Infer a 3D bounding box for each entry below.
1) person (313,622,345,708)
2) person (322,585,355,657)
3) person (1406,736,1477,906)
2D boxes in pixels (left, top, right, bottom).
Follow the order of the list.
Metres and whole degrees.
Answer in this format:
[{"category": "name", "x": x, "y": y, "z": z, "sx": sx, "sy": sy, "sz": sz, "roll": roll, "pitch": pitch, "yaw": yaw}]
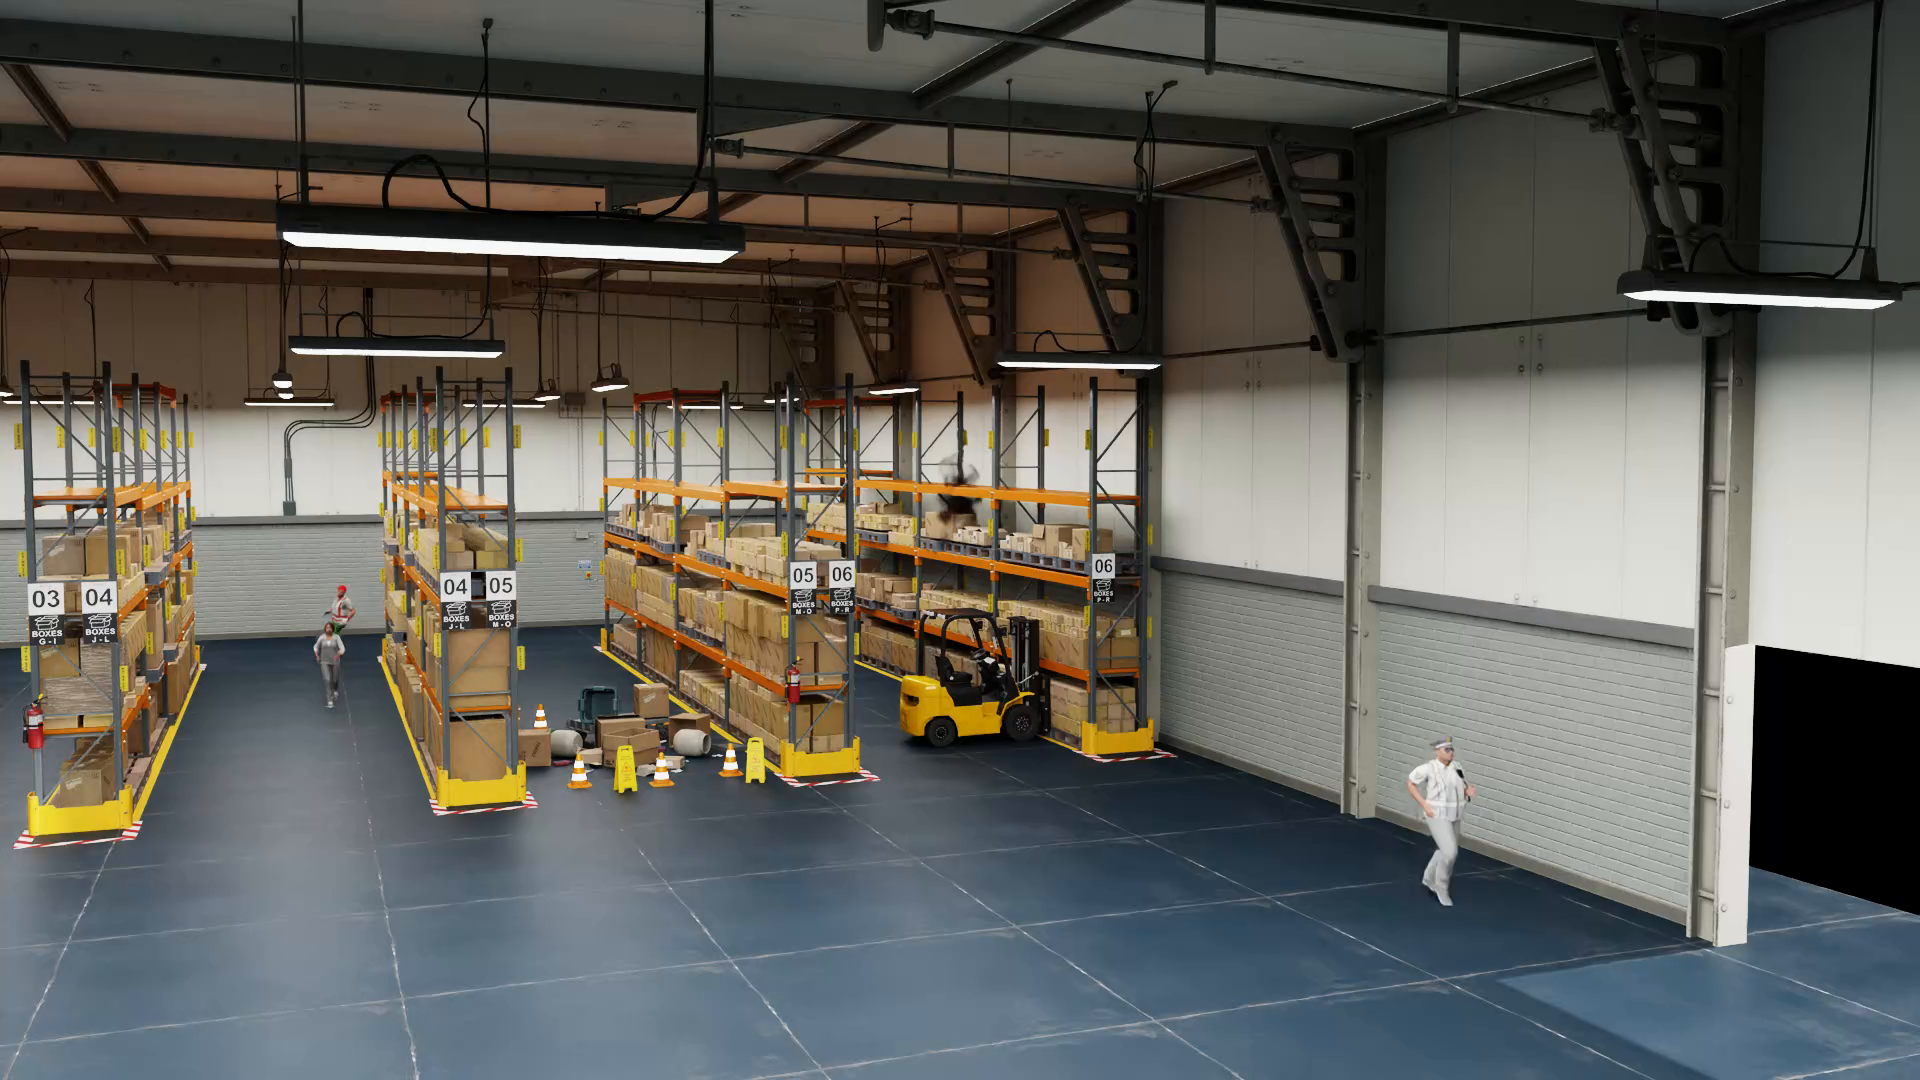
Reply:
[{"category": "person", "x": -11.863, "y": 2.330, "z": 31.277, "sx": 0.559, "sy": 1.584, "sz": 0.724, "roll": -1, "pitch": 4, "yaw": -19}, {"category": "person", "x": -14.230, "y": 1.873, "z": 37.987, "sx": 0.739, "sy": 1.699, "sz": 0.521, "roll": 3, "pitch": 4, "yaw": 38}, {"category": "person", "x": 5.273, "y": 3.041, "z": 18.062, "sx": 0.637, "sy": 1.844, "sz": 0.725, "roll": -2, "pitch": 4, "yaw": -31}]
